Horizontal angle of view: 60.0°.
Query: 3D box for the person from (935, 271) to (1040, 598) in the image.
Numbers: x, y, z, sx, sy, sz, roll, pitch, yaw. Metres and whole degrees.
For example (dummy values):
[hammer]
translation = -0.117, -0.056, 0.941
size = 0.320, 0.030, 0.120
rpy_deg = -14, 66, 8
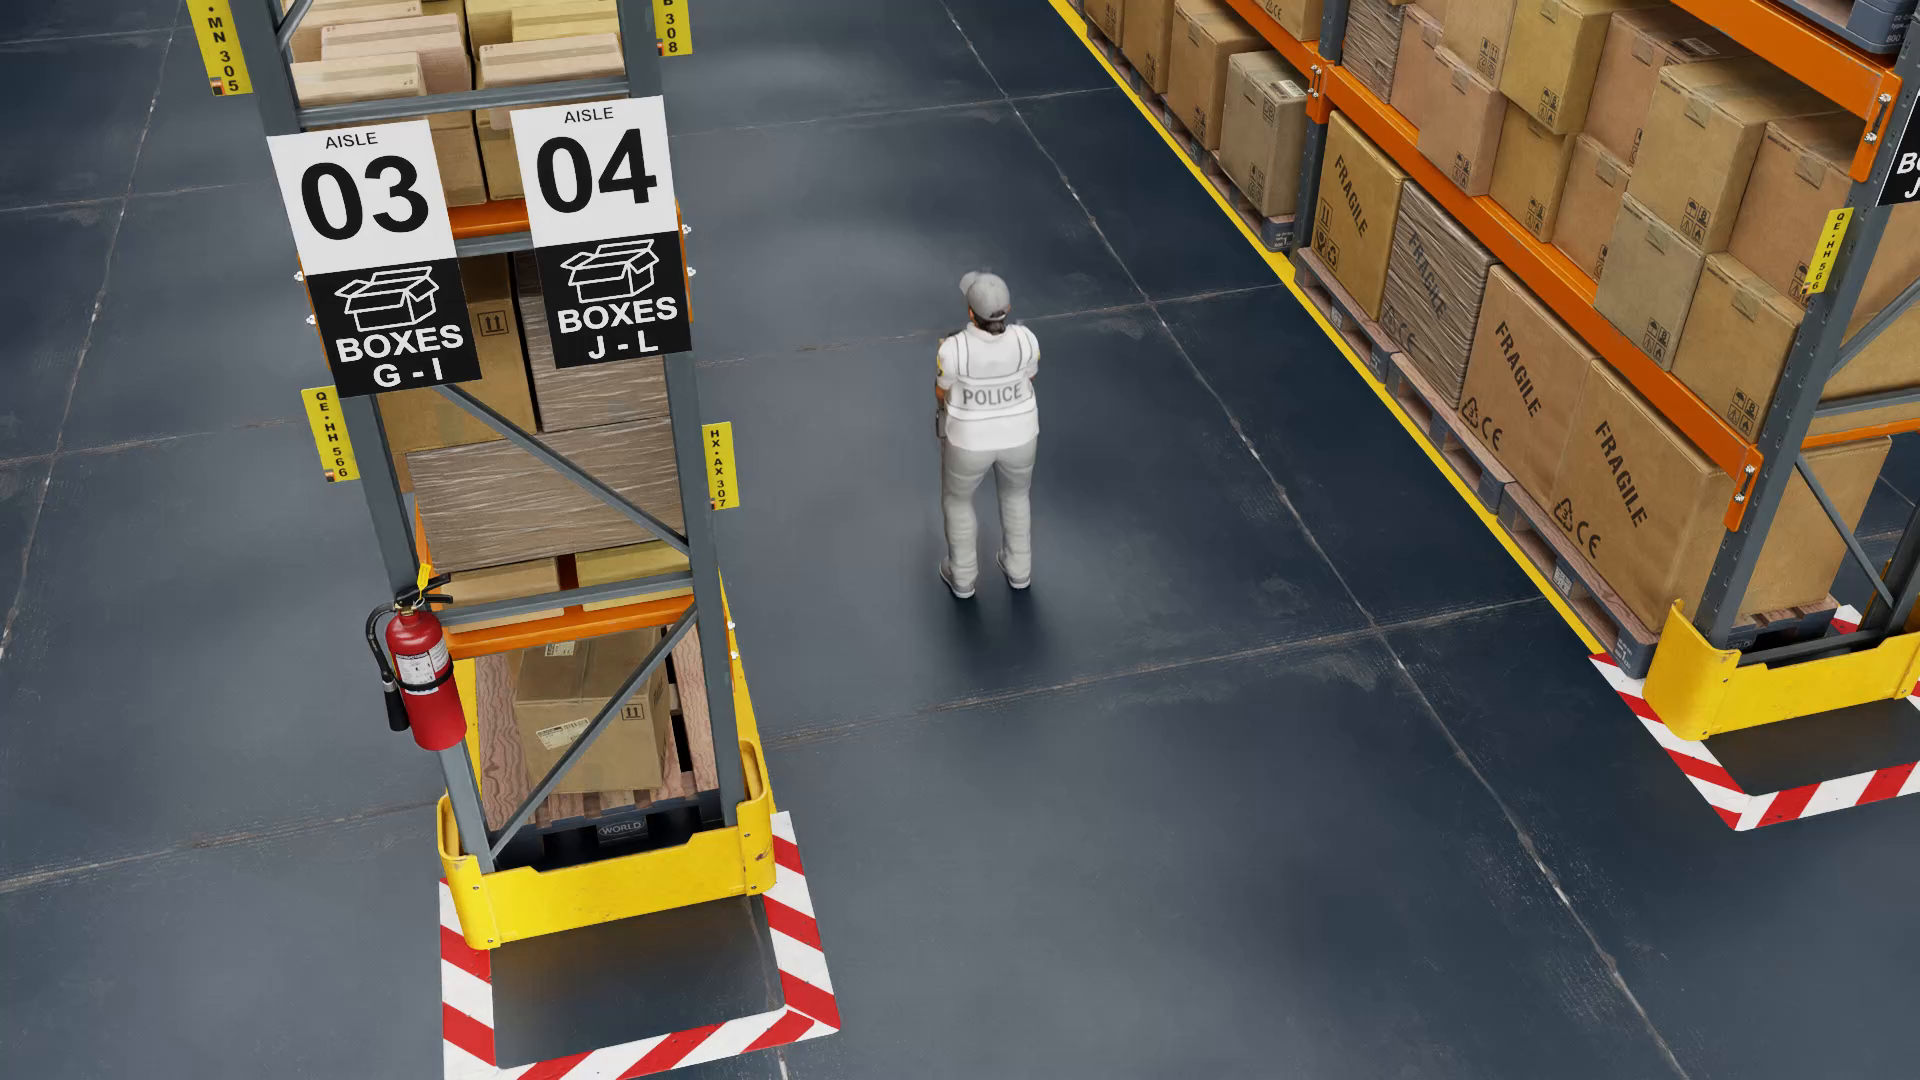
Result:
[person]
translation = 0.099, -0.500, 7.349
size = 0.452, 1.653, 0.541
rpy_deg = -9, 39, -11
